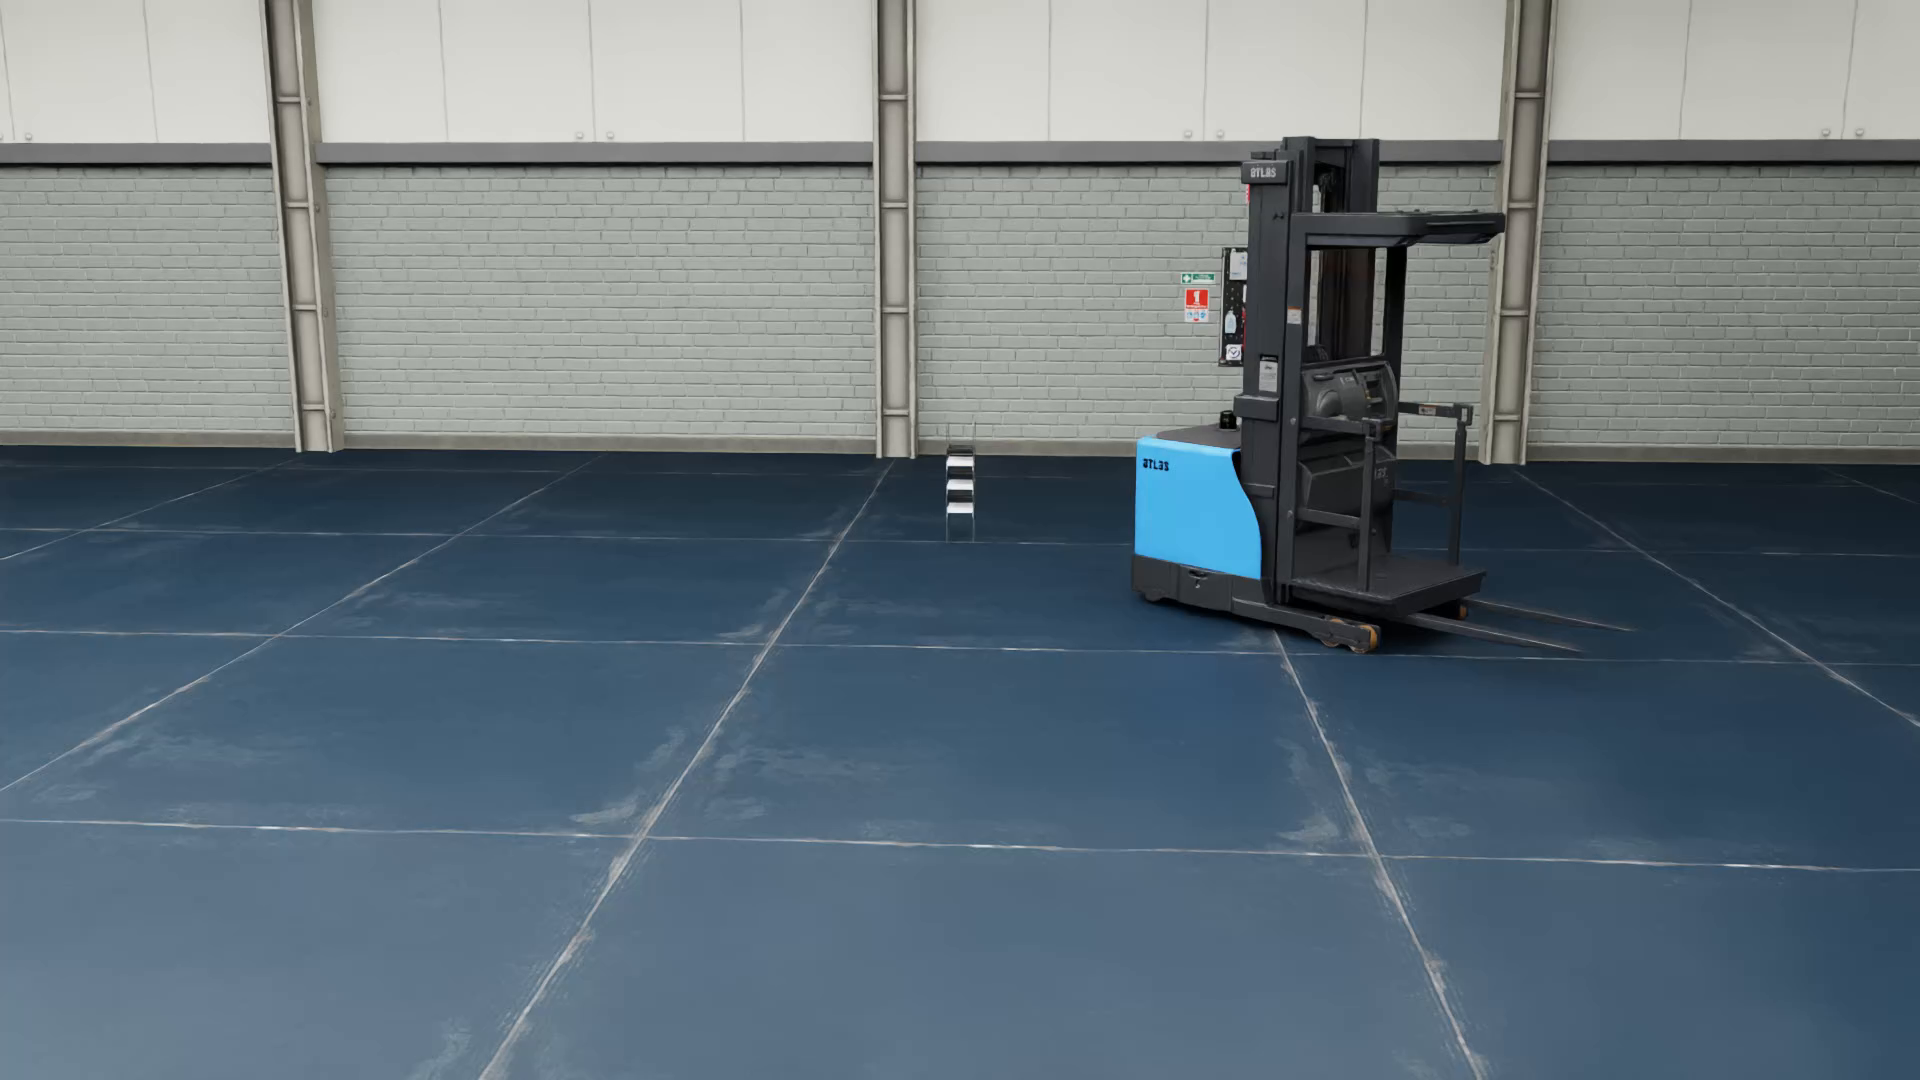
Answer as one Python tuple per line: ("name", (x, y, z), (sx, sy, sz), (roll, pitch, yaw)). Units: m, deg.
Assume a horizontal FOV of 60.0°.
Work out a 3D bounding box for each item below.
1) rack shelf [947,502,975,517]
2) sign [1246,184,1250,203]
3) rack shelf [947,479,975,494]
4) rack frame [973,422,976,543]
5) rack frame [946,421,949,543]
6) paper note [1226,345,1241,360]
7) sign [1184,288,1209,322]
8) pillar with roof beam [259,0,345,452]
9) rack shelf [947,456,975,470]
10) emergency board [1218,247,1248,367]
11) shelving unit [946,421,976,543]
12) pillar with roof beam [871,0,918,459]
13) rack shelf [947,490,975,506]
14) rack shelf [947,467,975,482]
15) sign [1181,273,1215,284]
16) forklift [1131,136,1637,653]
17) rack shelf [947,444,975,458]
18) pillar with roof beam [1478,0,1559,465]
("rack shelf", (0.008, -0.232, 12.719), (0.200, 0.077, 0.258), (1, 12, 4))
("sign", (2.888, -3.433, 16.194), (0.199, 0.298, 0.001), (1, 12, 4))
("rack shelf", (0.008, -0.408, 12.682), (0.200, 0.077, 0.258), (1, 12, 4))
("rack frame", (0.110, -0.439, 12.669), (0.006, 0.900, 0.240), (1, 12, 4))
("rack frame", (-0.093, -0.442, 12.682), (0.006, 0.900, 0.240), (1, 12, 4))
("paper note", (2.718, -1.864, 16.503), (0.142, 0.148, 0.016), (1, 12, 4))
("sign", (2.345, -2.324, 16.467), (0.234, 0.329, 0.001), (1, 12, 4))
("pillar with roof beam", (-6.908, -4.458, 12.101), (0.400, 9.000, 9.100), (1, 12, 4))
("rack shelf", (0.008, -0.584, 12.645), (0.200, 0.077, 0.258), (1, 12, 4))
("emergency board", (2.890, -2.278, 16.334), (0.643, 1.169, 0.194), (1, 12, 4))
("shelving unit", (0.008, -0.440, 12.675), (0.210, 0.900, 0.258), (1, 12, 4))
("pillar with roof beam", (-0.922, -4.376, 11.709), (0.400, 9.000, 9.100), (1, 12, 4))
("rack shelf", (0.008, -0.320, 12.701), (0.200, 0.077, 0.258), (1, 12, 4))
("rack shelf", (0.008, -0.496, 12.664), (0.200, 0.077, 0.258), (1, 12, 4))
("sign", (2.349, -2.582, 16.404), (0.331, 0.109, 0.001), (1, 12, 4))
("forklift", (2.501, -0.896, 9.893), (1.130, 2.935, 3.031), (-11, 16, -42))
("rack shelf", (0.008, -0.672, 12.627), (0.200, 0.077, 0.258), (1, 12, 4))
("pillar with roof beam", (5.065, -4.294, 11.316), (0.400, 9.000, 9.100), (1, 12, 4))
